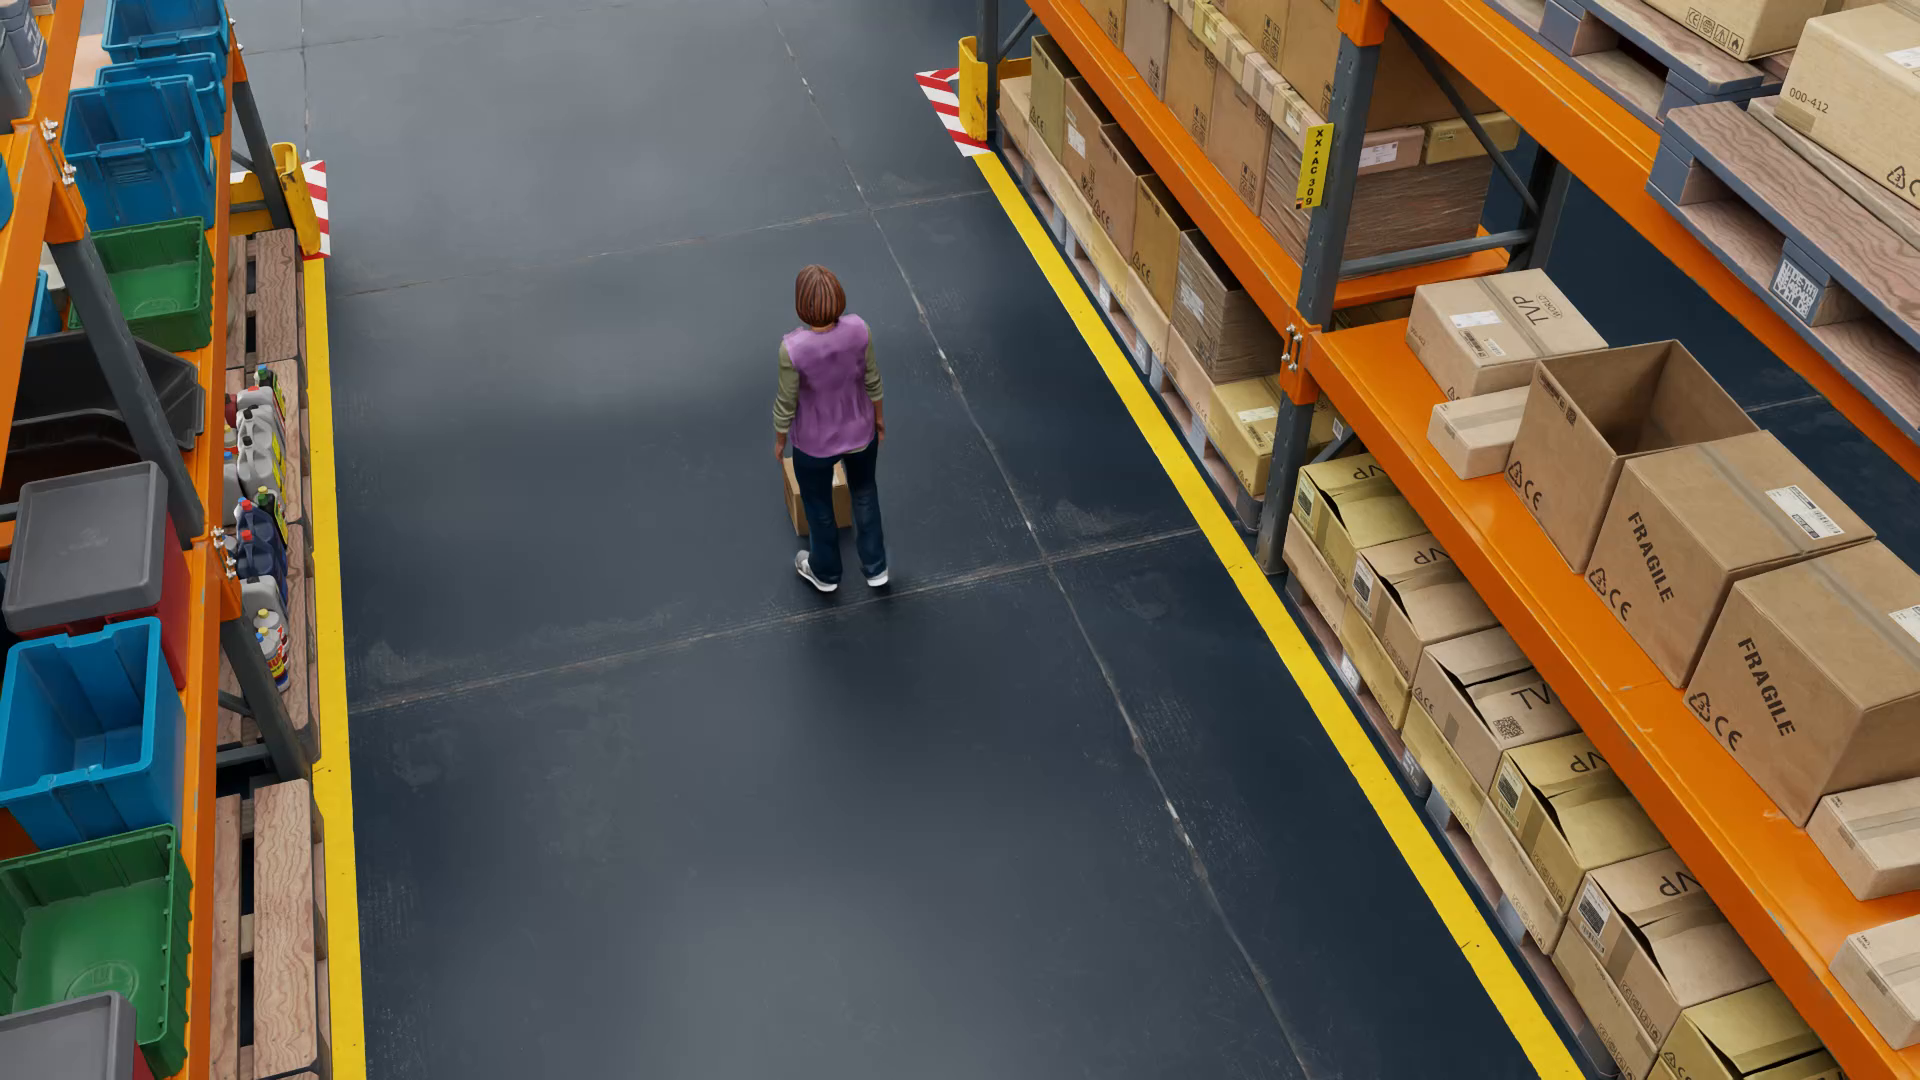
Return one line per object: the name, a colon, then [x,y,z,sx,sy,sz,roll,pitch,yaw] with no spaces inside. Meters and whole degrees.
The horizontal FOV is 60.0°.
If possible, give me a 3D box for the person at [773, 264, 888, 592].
person: [-0.522,-0.415,6.603,0.464,1.637,0.373,-19,46,-19]
